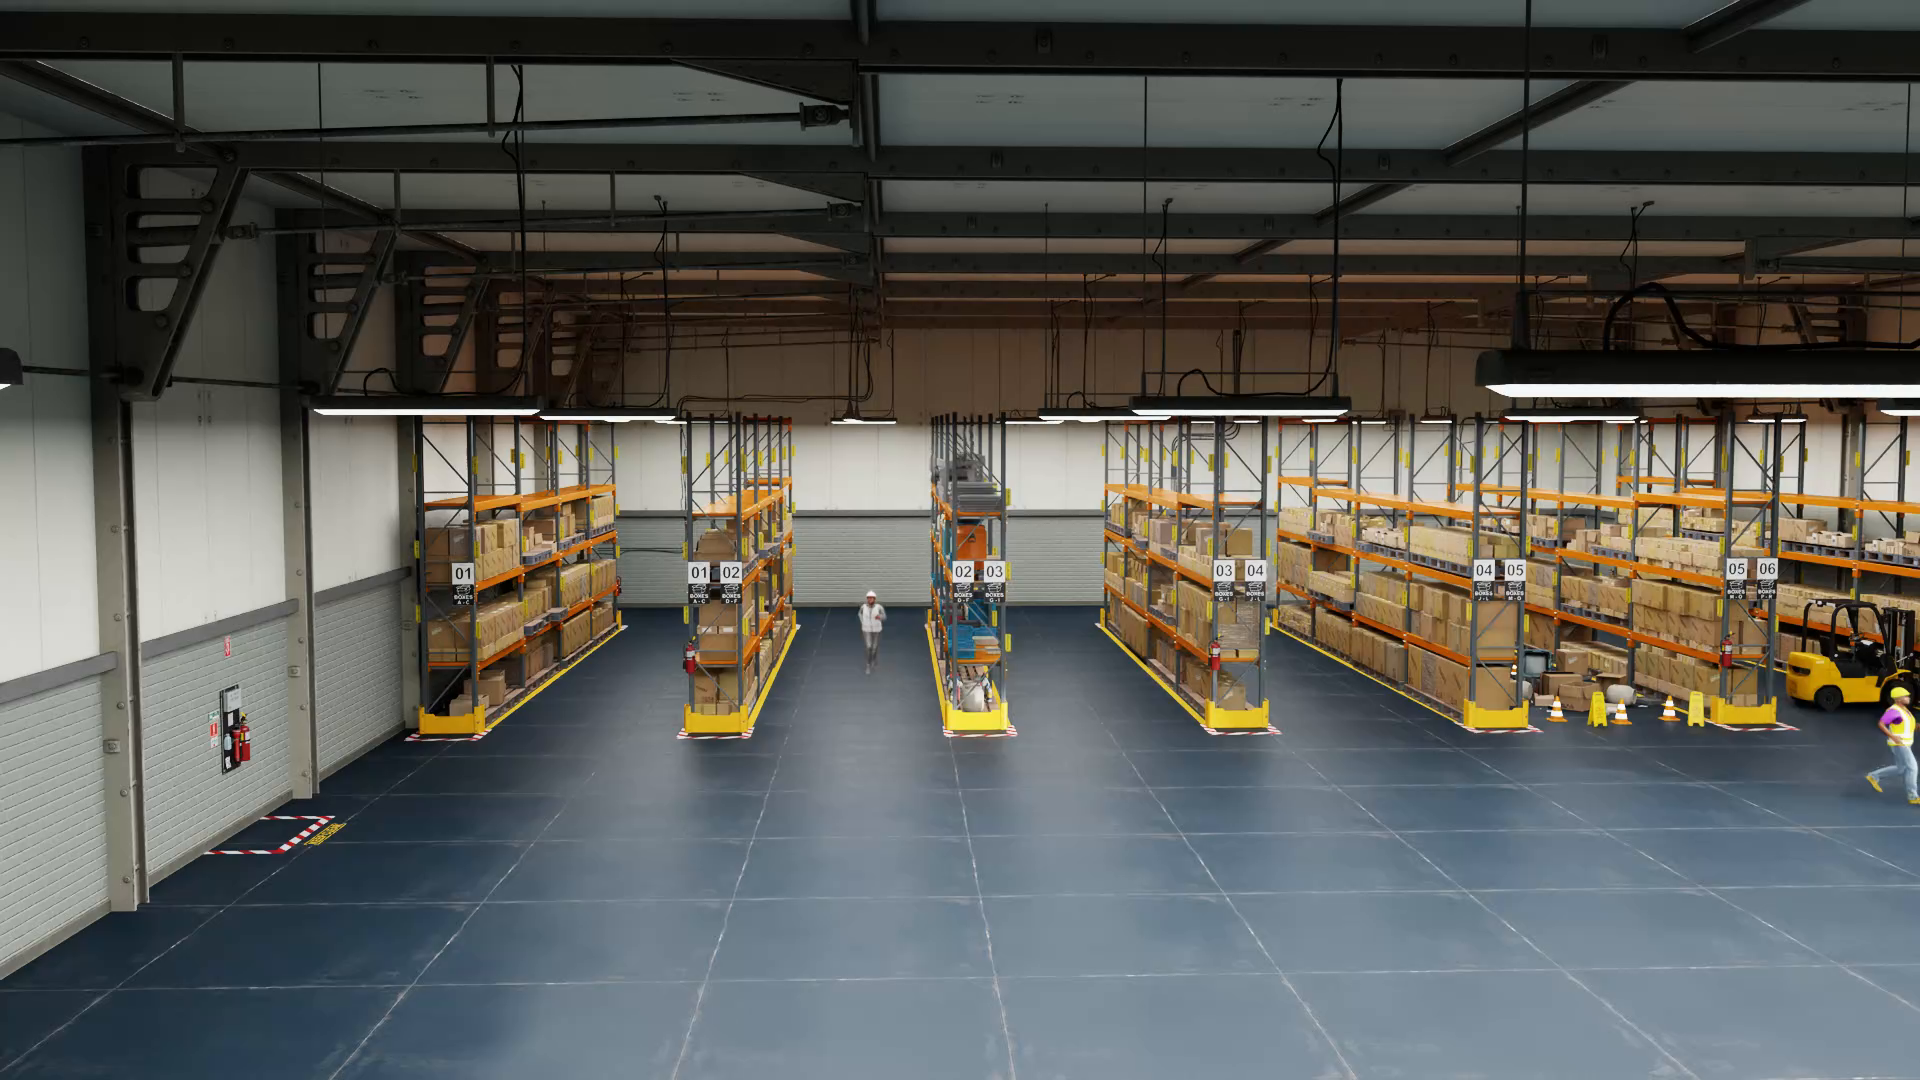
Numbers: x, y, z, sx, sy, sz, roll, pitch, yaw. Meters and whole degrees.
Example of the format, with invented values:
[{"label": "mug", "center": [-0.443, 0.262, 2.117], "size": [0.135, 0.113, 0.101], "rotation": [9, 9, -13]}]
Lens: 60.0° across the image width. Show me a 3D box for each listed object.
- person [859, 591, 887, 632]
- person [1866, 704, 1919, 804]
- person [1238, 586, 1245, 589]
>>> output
[{"label": "person", "center": [-1.933, 1.585, 36.896], "size": [0.628, 0.897, 0.649], "rotation": [0, 4, -4]}, {"label": "person", "center": [14.325, 3.245, 25.361], "size": [0.933, 1.488, 0.681], "rotation": [3, 5, 42]}, {"label": "person", "center": [7.797, 1.724, 47.364], "size": [0.685, 1.682, 0.644], "rotation": [0, 4, 7]}]
